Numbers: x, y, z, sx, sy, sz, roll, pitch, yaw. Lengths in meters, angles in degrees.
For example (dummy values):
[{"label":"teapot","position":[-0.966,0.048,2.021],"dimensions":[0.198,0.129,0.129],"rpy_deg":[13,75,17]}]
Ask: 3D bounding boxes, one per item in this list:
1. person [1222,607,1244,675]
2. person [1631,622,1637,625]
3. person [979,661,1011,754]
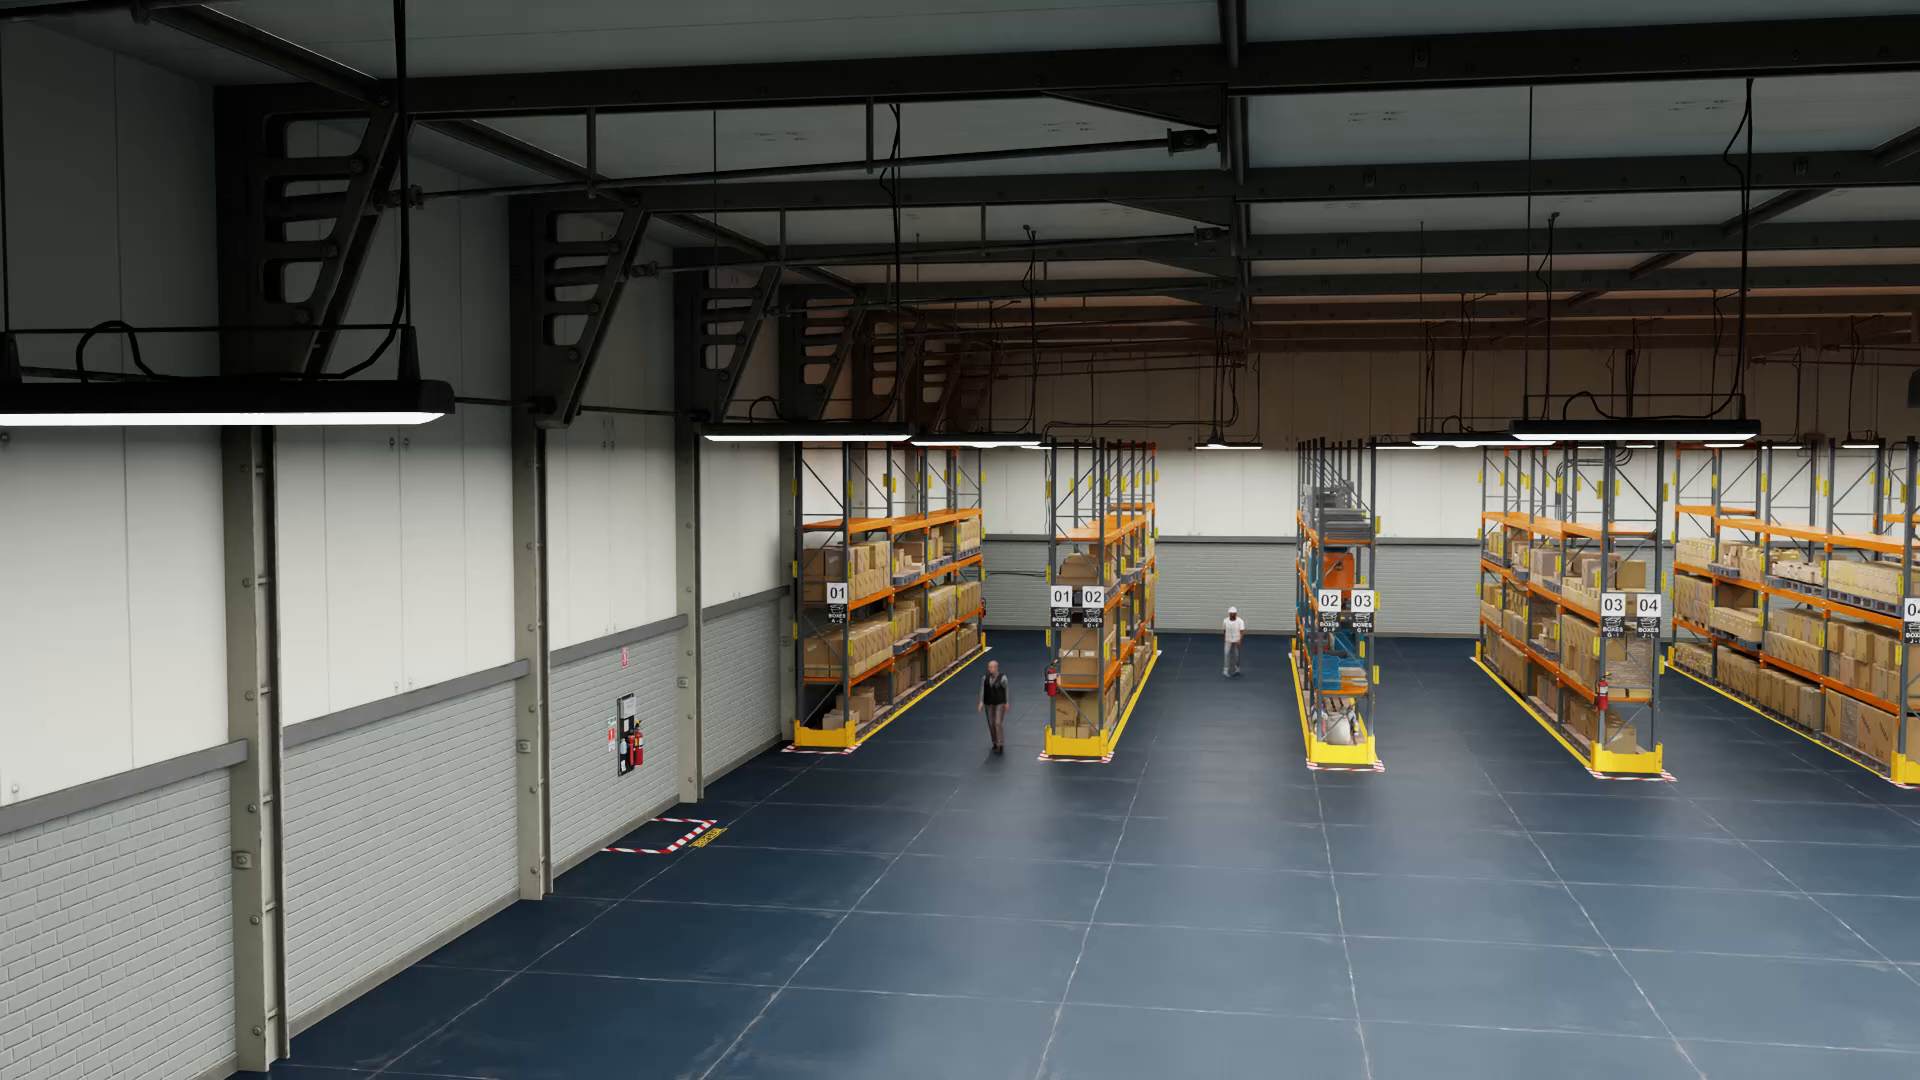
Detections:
[{"label":"person","position":[6.990,2.586,42.644],"dimensions":[0.582,1.711,1.001],"rpy_deg":[1,3,23]},{"label":"person","position":[18.563,2.444,45.409],"dimensions":[0.971,1.727,0.540],"rpy_deg":[-2,4,-33]},{"label":"person","position":[0.624,3.182,31.783],"dimensions":[0.604,1.717,0.734],"rpy_deg":[1,3,26]}]
